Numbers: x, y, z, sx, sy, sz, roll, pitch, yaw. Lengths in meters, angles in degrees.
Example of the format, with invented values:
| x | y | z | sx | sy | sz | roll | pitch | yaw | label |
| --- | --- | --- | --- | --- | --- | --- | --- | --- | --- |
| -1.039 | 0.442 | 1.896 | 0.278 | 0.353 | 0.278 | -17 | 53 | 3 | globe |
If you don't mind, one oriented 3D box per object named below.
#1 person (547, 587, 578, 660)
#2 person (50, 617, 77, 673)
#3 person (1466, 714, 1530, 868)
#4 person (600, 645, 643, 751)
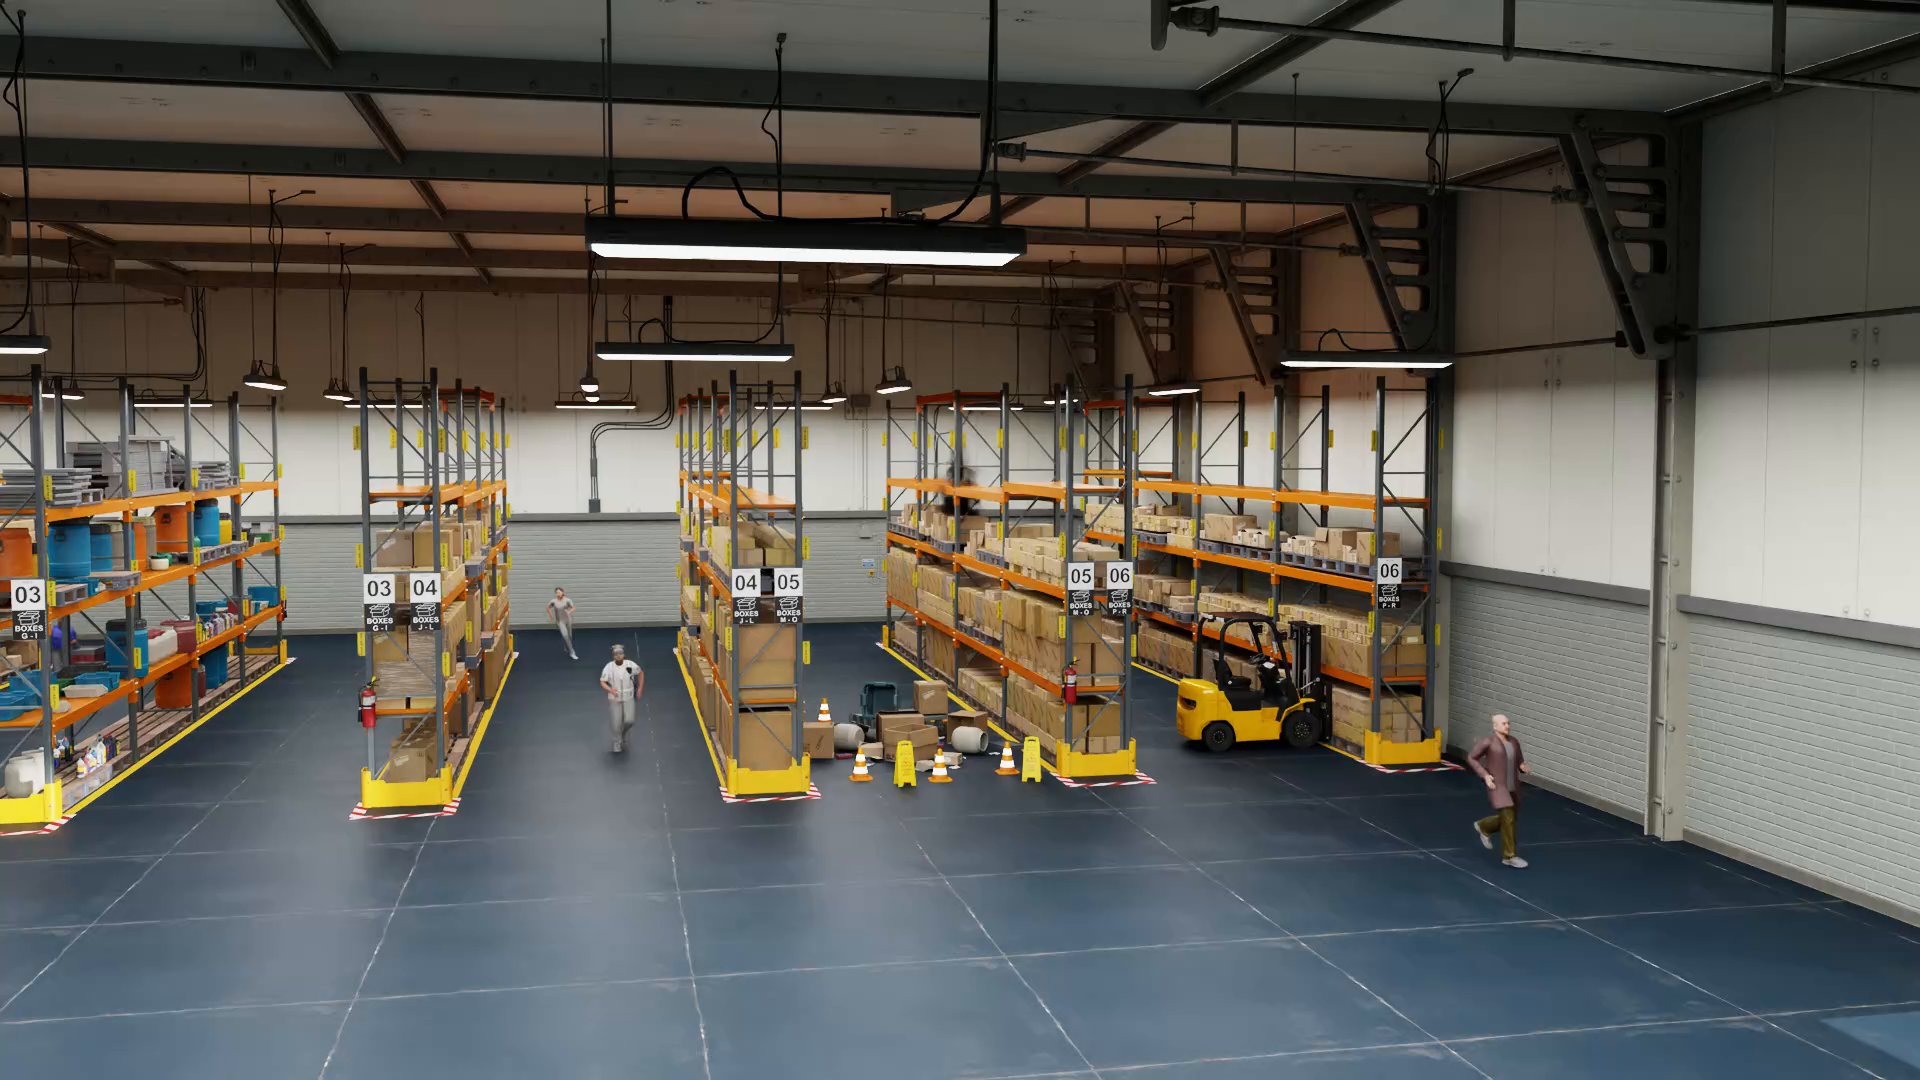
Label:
| x | y | z | sx | sy | sz | roll | pitch | yaw | label |
| --- | --- | --- | --- | --- | --- | --- | --- | --- | --- |
| -9.175 | 1.914 | 38.387 | 0.644 | 1.627 | 0.917 | -2 | 4 | -25 | person |
| -17.348 | 2.266 | 32.105 | 0.559 | 1.712 | 0.706 | -2 | 4 | -29 | person |
| 6.415 | 2.946 | 19.751 | 0.720 | 1.751 | 0.964 | -2 | 4 | -26 | person |
| -5.430 | 2.543 | 26.751 | 0.692 | 1.744 | 0.696 | -1 | 4 | -14 | person |
